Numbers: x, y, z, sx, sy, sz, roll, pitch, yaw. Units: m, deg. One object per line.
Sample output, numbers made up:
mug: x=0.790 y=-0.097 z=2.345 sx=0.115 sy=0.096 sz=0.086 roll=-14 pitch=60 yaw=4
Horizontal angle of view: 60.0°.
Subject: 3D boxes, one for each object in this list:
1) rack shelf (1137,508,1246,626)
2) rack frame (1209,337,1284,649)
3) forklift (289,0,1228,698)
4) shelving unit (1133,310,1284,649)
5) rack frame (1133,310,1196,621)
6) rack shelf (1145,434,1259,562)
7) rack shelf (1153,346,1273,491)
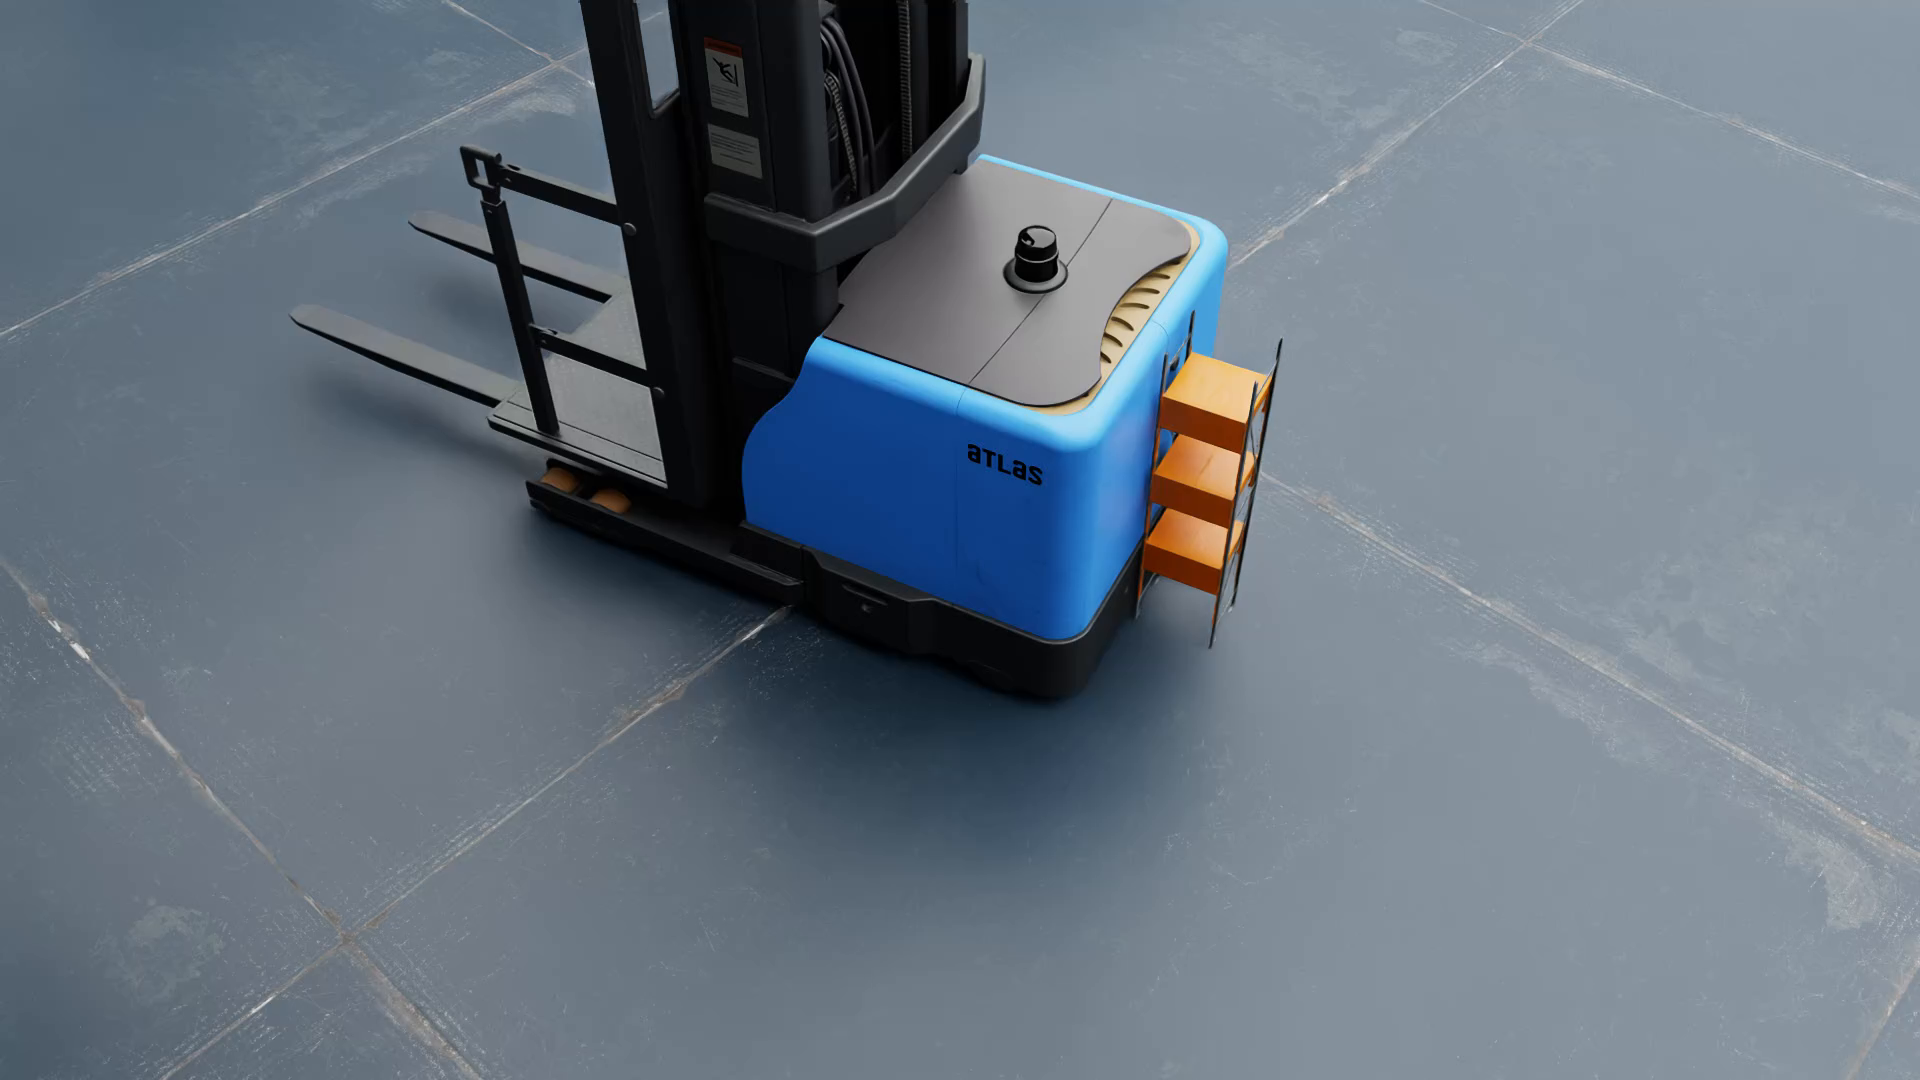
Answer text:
rack shelf: x=0.680 y=0.057 z=4.872 sx=0.240 sy=0.259 sz=0.215 roll=21 pitch=50 yaw=18
rack frame: x=0.789 y=-0.099 z=4.623 sx=0.008 sy=1.050 sz=0.200 roll=21 pitch=50 yaw=18
forklift: x=-0.791 y=-1.325 z=4.484 sx=3.031 sy=2.935 sz=1.130 roll=21 pitch=50 yaw=18
shelving unit: x=0.680 y=-0.140 z=4.662 sx=0.252 sy=1.050 sz=0.215 roll=21 pitch=50 yaw=18
rack frame: x=0.572 y=-0.181 z=4.700 sx=0.008 sy=1.050 sz=0.200 roll=21 pitch=50 yaw=18
rack shelf: x=0.680 y=-0.133 z=4.669 sx=0.240 sy=0.259 sz=0.215 roll=21 pitch=50 yaw=18
rack shelf: x=0.680 y=-0.327 z=4.462 sx=0.240 sy=0.259 sz=0.215 roll=21 pitch=50 yaw=18
